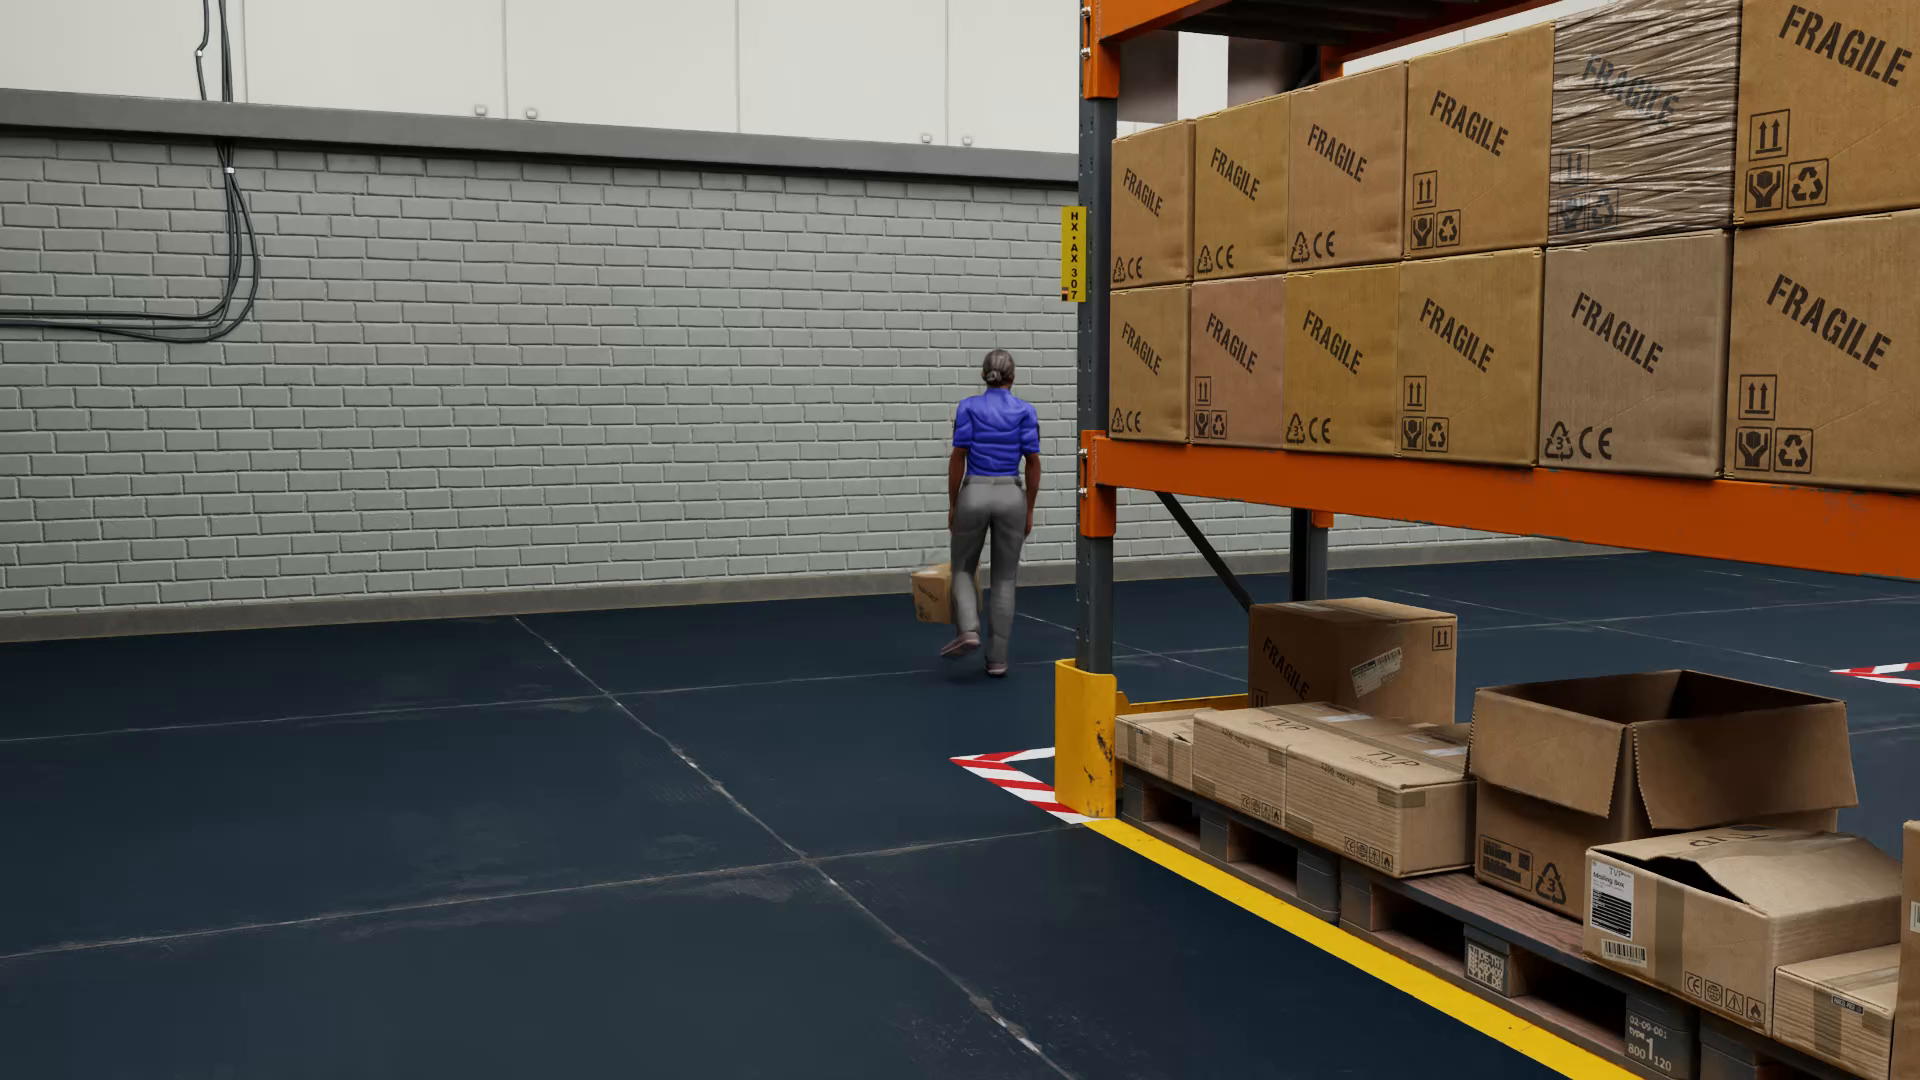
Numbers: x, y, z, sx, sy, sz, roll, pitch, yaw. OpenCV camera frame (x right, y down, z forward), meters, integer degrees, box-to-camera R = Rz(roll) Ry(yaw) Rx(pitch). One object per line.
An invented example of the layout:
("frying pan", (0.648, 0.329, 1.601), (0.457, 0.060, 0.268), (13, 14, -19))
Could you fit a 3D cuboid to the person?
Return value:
("person", (0.156, -0.136, 8.428), (0.511, 1.658, 0.490), (0, 5, 1))
